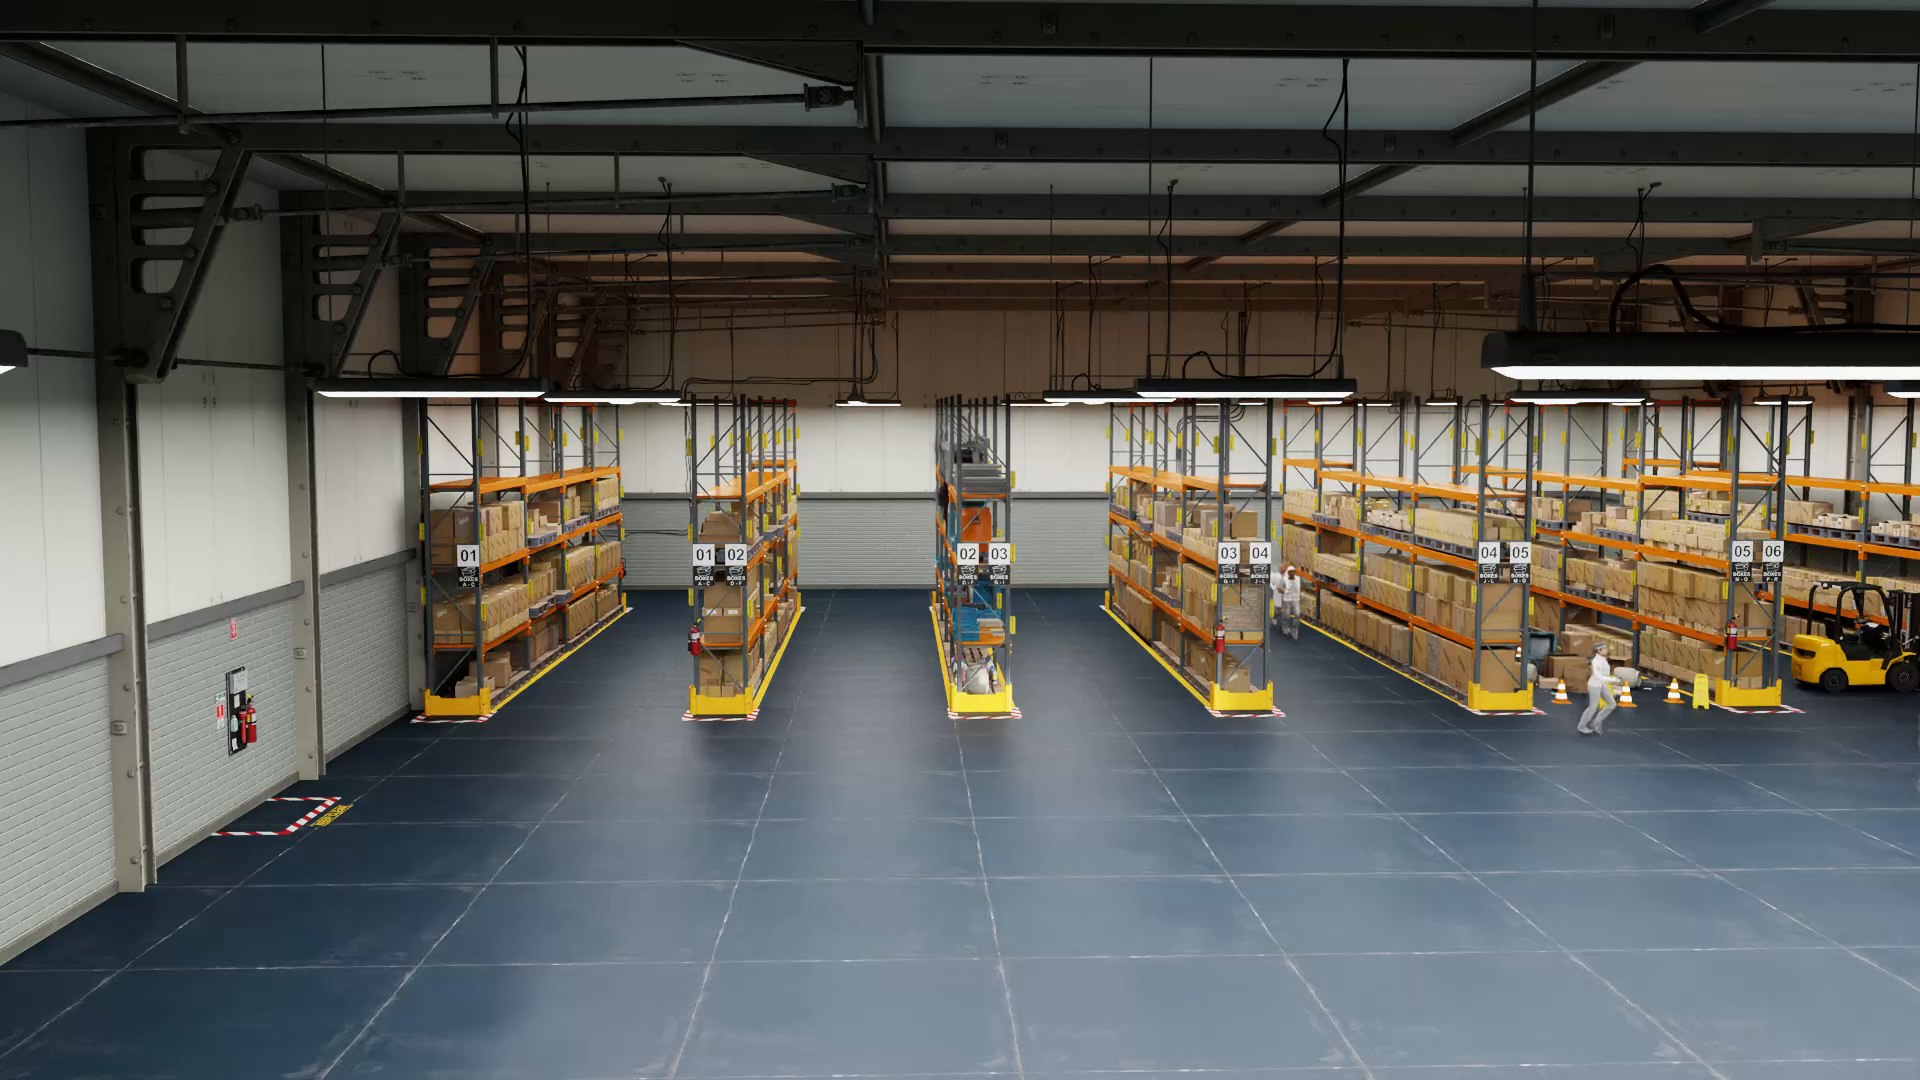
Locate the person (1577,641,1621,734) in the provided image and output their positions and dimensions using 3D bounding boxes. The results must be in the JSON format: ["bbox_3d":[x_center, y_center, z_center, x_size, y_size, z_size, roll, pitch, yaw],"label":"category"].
[{"bbox_3d":[11.223,2.588,29.157,0.739,1.671,0.578,4,6,42],"label":"person"}]

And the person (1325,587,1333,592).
[{"bbox_3d":[10.622,0.987,49.032,0.708,1.757,0.859,-4,6,-38],"label":"person"}]

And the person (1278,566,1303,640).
[{"bbox_3d":[8.278,1.561,41.612,0.683,1.835,0.856,0,4,0],"label":"person"}]

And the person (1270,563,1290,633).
[{"bbox_3d":[8.302,1.467,42.843,0.724,1.742,1.079,0,5,-4],"label":"person"}]
